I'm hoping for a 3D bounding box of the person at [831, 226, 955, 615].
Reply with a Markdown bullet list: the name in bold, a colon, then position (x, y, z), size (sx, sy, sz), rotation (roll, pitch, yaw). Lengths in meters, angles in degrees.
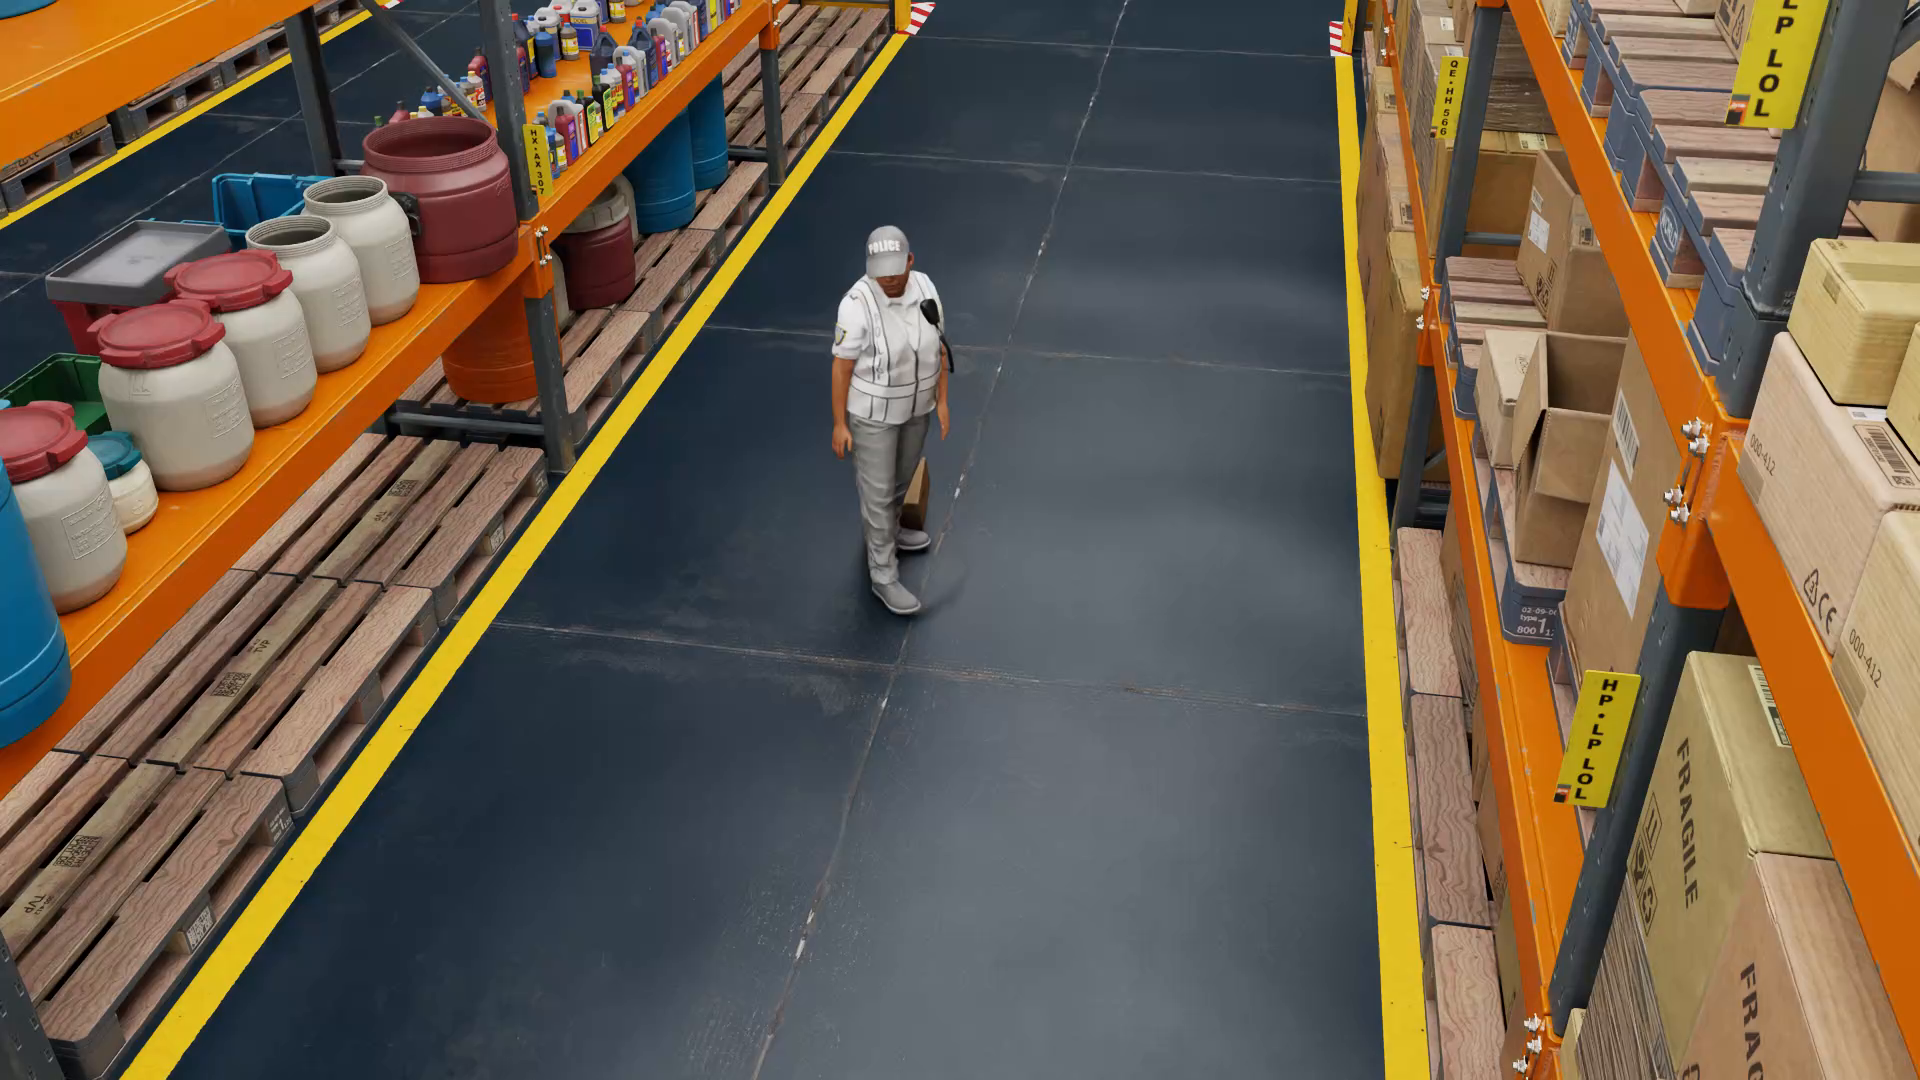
- **person**: position (-0.279, -0.541, 6.949), size (0.562, 1.646, 0.628), rotation (-25, 40, -34)
